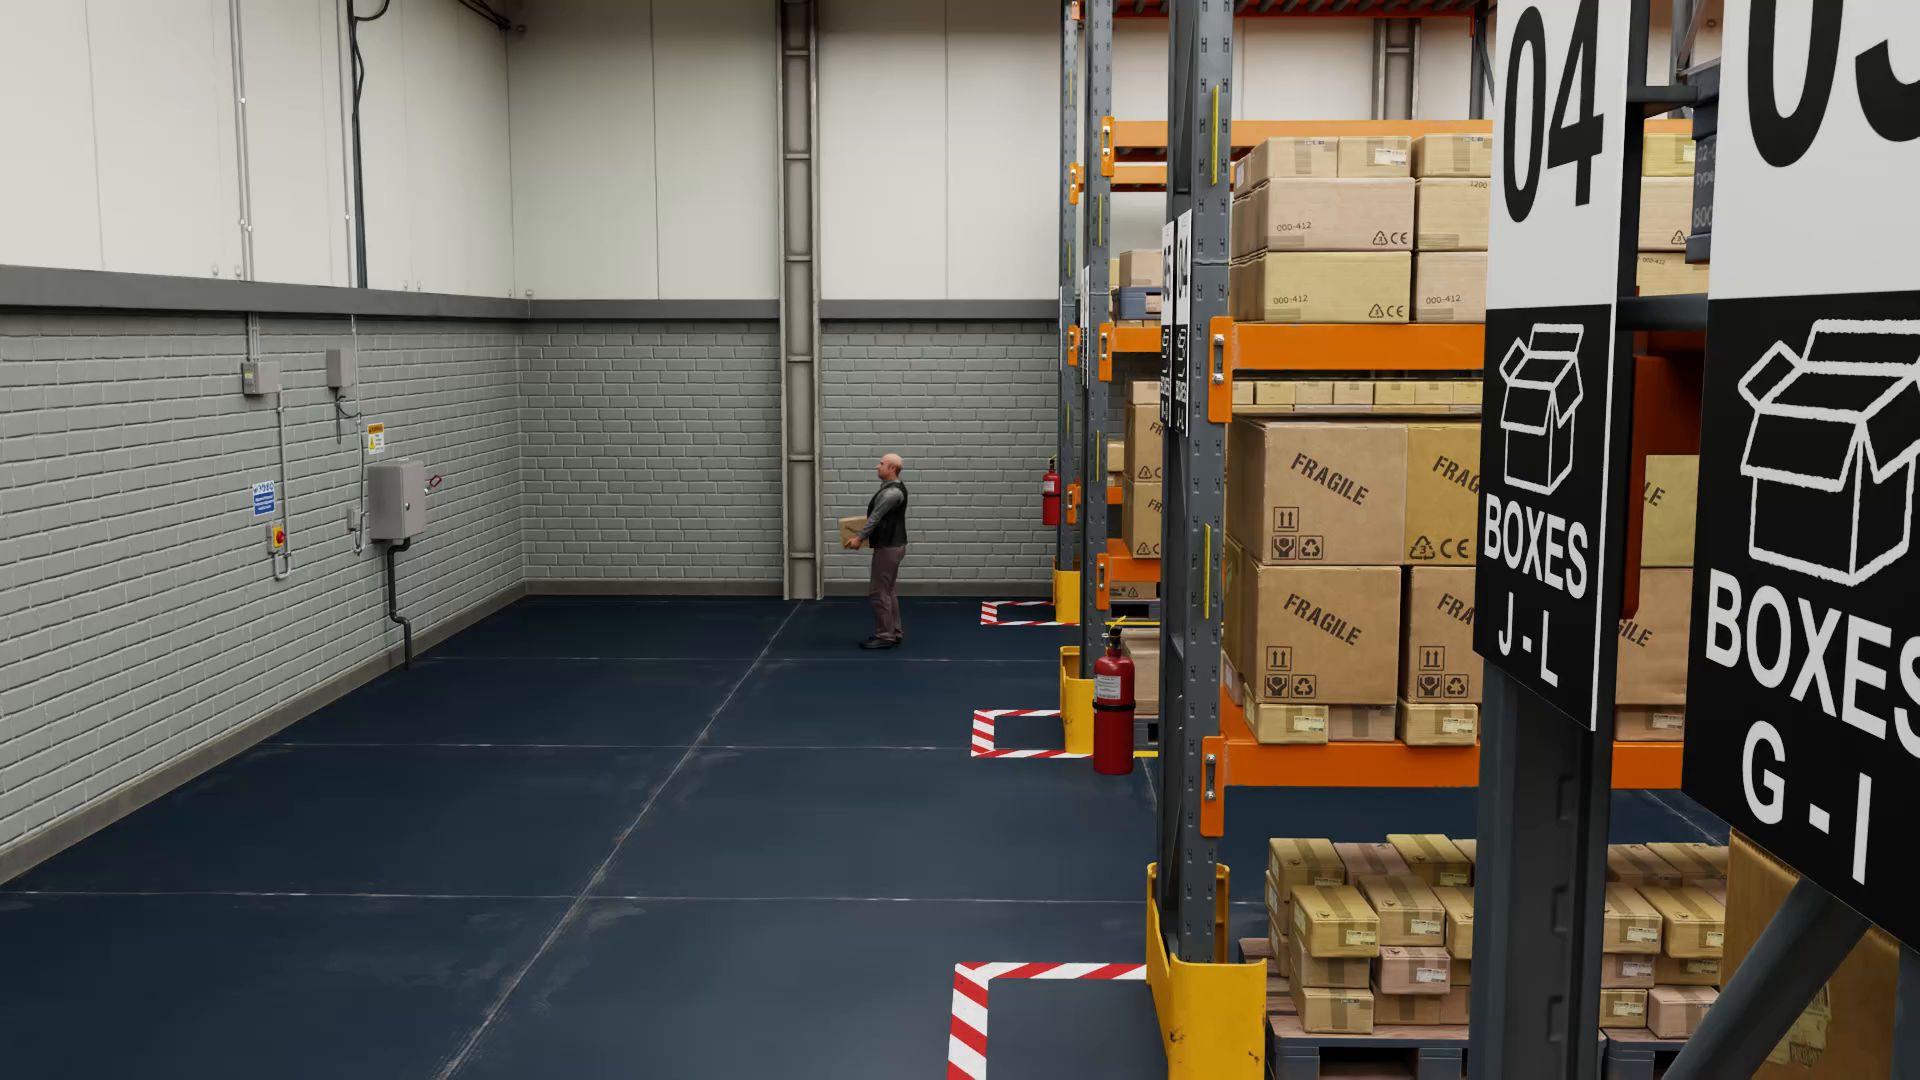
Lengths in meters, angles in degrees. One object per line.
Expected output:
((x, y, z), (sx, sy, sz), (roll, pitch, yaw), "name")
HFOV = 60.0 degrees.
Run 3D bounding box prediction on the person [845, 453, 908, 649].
((-0.735, 0.092, 14.660), (0.544, 1.715, 0.494), (0, 7, 2), "person")
